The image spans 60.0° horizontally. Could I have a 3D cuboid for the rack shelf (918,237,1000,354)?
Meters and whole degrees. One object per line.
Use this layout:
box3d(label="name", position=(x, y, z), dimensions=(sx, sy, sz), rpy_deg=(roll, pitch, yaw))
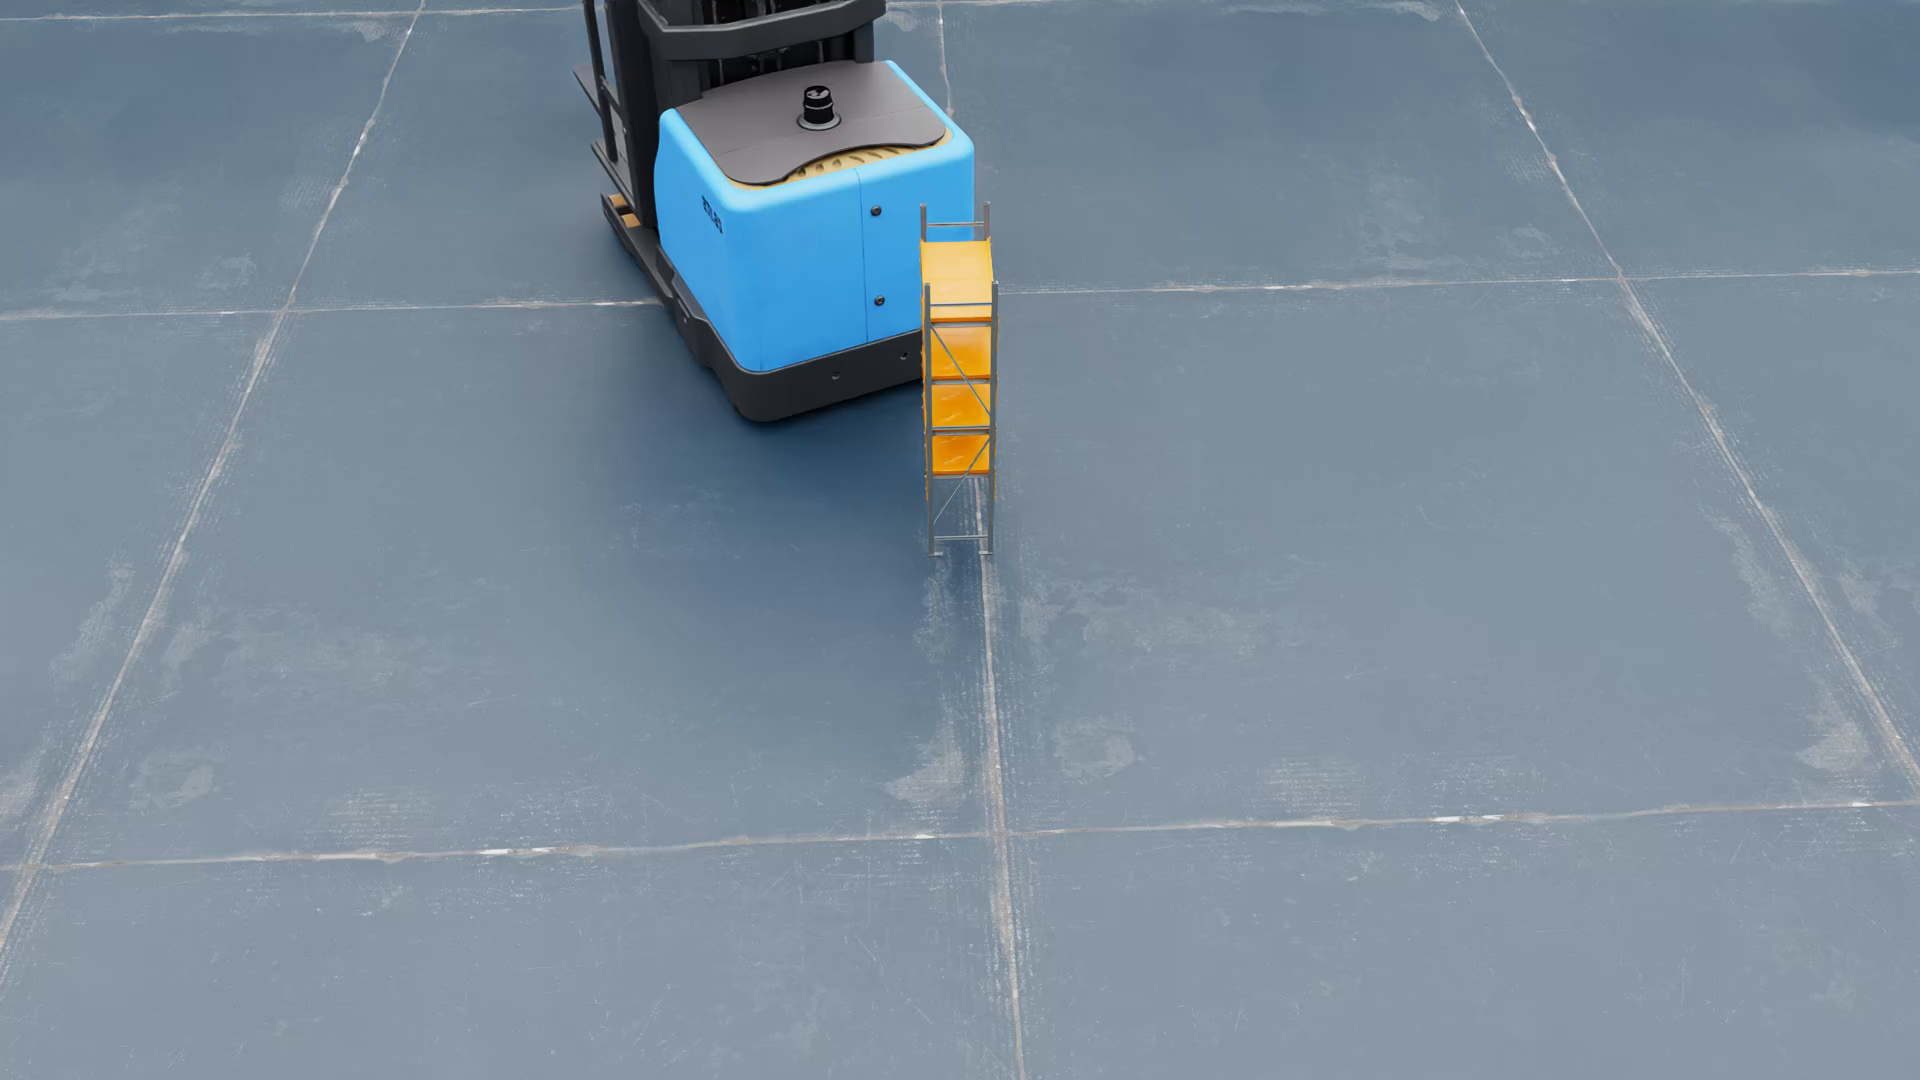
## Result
box3d(label="rack shelf", position=(-0.007, -0.844, 5.701), dimensions=(0.258, 0.148, 0.480), rpy_deg=(-2, 43, -2))

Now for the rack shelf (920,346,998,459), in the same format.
box3d(label="rack shelf", position=(-0.007, -0.504, 6.012), dimensions=(0.258, 0.148, 0.480), rpy_deg=(-2, 43, -2))

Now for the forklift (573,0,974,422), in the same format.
box3d(label="forklift", position=(-1.030, -2.549, 6.862), dimensions=(1.130, 2.935, 3.031), rpy_deg=(-18, 46, -19))

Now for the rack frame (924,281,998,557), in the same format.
box3d(label="rack frame", position=(0.003, -0.389, 5.787), dimensions=(0.240, 1.200, 0.015), rpy_deg=(-2, 43, -2))

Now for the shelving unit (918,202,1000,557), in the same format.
box3d(label="shelving unit", position=(-0.007, -0.554, 5.966), dimensions=(0.258, 1.200, 0.503), rpy_deg=(-2, 43, -2))

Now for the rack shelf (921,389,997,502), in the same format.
box3d(label="rack shelf", position=(-0.007, -0.358, 6.146), dimensions=(0.258, 0.148, 0.480), rpy_deg=(-2, 43, -2))

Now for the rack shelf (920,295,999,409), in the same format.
box3d(label="rack shelf", position=(-0.007, -0.669, 5.861), dimensions=(0.258, 0.148, 0.480), rpy_deg=(-2, 43, -2))

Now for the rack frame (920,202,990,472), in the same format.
box3d(label="rack frame", position=(-0.017, -0.719, 6.146), dimensions=(0.240, 1.200, 0.015), rpy_deg=(-2, 43, -2))
